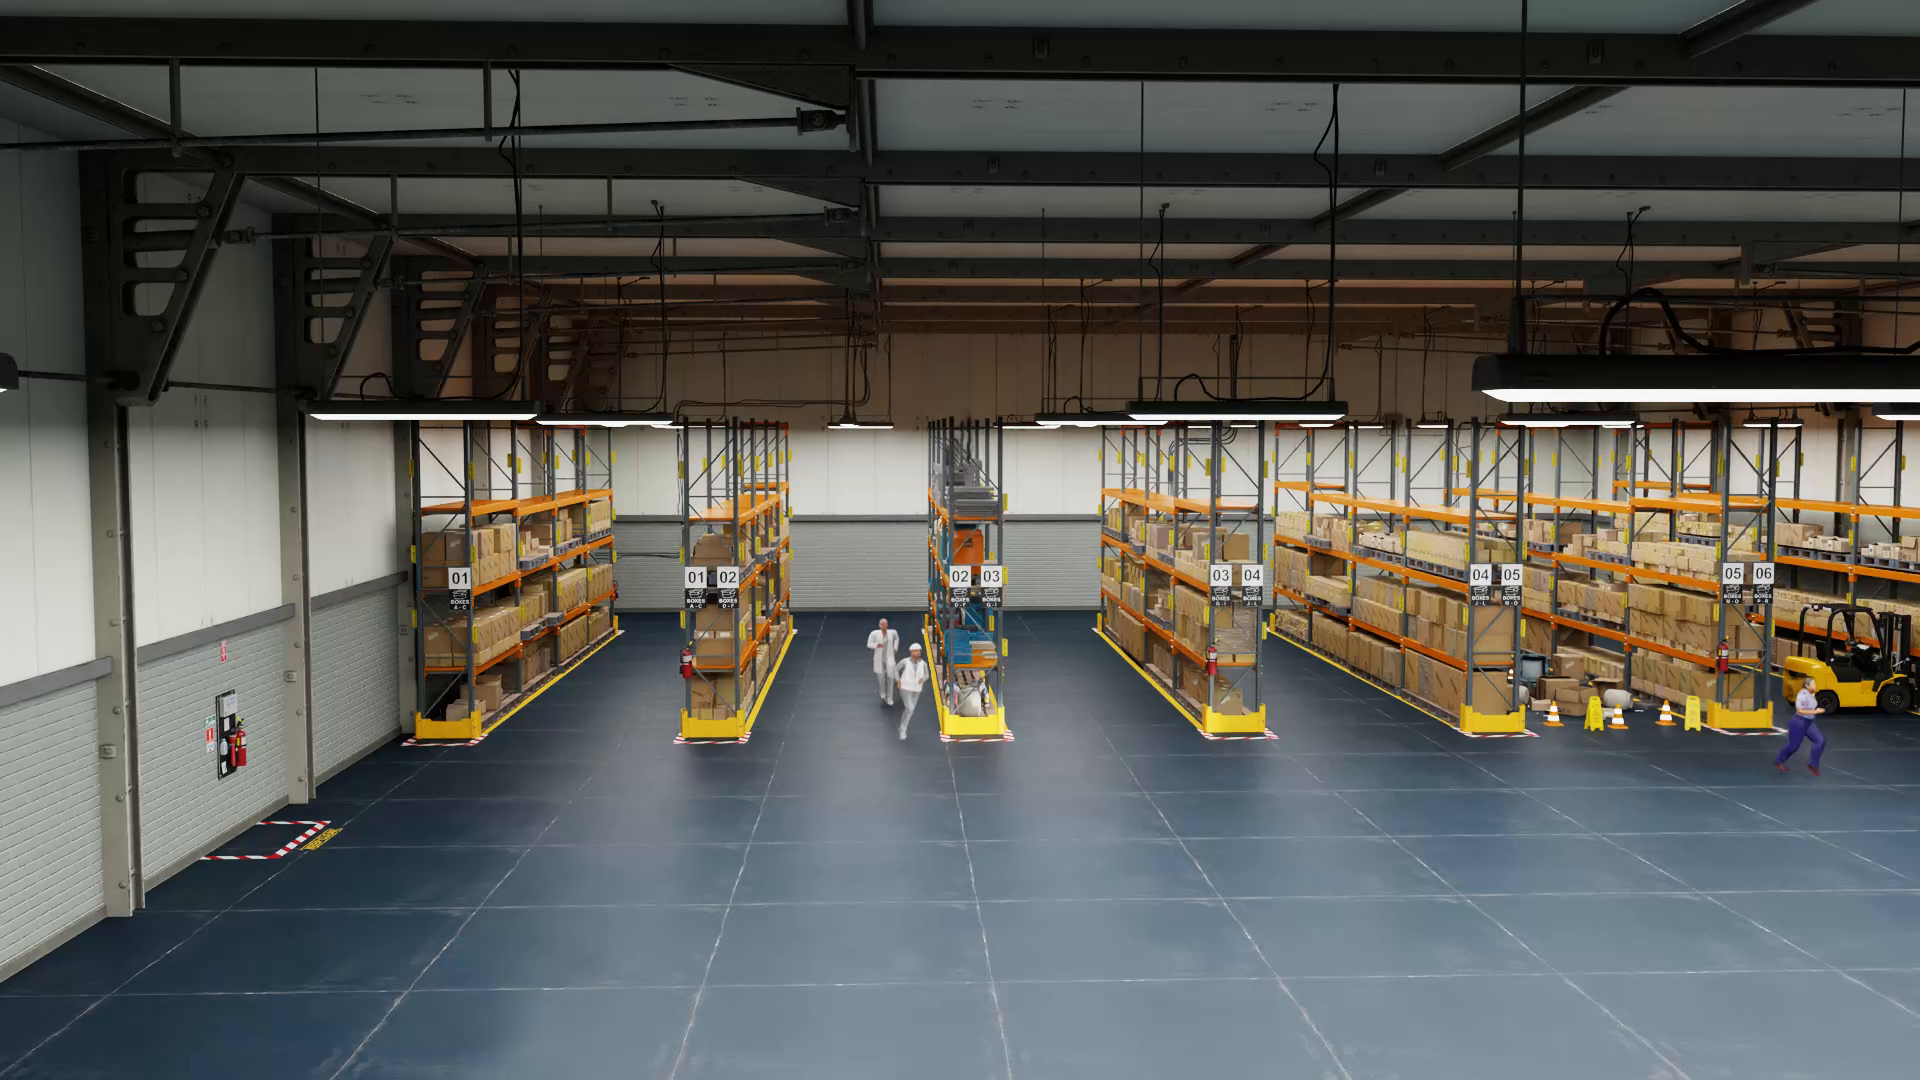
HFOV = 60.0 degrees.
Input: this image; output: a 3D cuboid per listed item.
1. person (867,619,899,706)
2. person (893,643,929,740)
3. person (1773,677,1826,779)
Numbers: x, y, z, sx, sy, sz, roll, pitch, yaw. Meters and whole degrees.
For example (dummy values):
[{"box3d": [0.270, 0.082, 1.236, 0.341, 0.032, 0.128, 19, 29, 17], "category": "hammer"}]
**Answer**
[{"box3d": [-1.625, 2.565, 35.087, 0.681, 1.836, 0.894, 0, 4, -5], "category": "person"}, {"box3d": [-0.901, 2.828, 31.170, 0.645, 1.794, 0.672, -2, 4, -28], "category": "person"}, {"box3d": [13.972, 3.109, 27.660, 0.626, 1.686, 0.829, -3, 5, -41], "category": "person"}]
